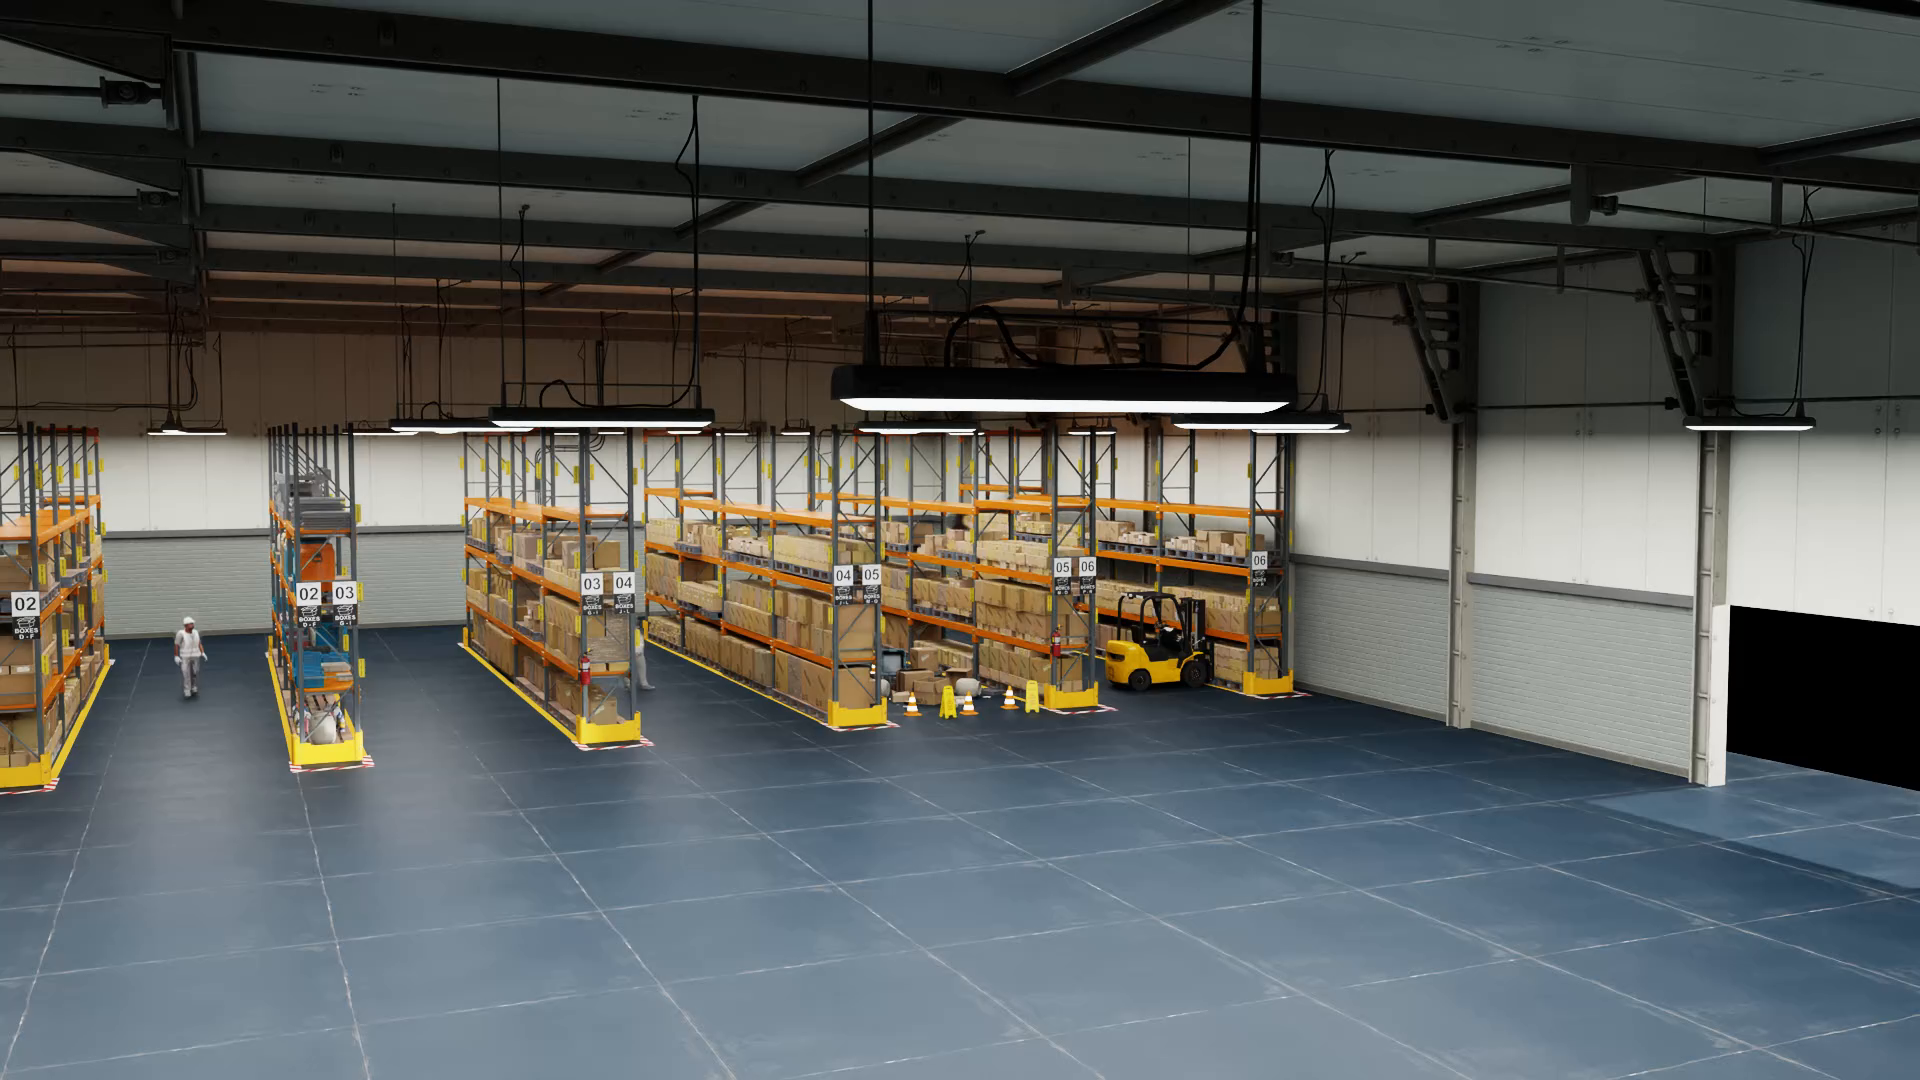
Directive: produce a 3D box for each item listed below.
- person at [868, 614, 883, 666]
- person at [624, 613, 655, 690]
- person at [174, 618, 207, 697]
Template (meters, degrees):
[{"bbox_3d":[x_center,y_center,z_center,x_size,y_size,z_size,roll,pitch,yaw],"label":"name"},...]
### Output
[{"bbox_3d":[-2.132,2.273,41.785,0.417,1.778,0.582,-3,5,-44],"label":"person"},{"bbox_3d":[-7.319,2.535,37.724,0.641,1.762,0.580,1,4,19],"label":"person"},{"bbox_3d":[-17.046,2.585,36.842,0.662,1.734,1.046,-2,4,-26],"label":"person"}]
